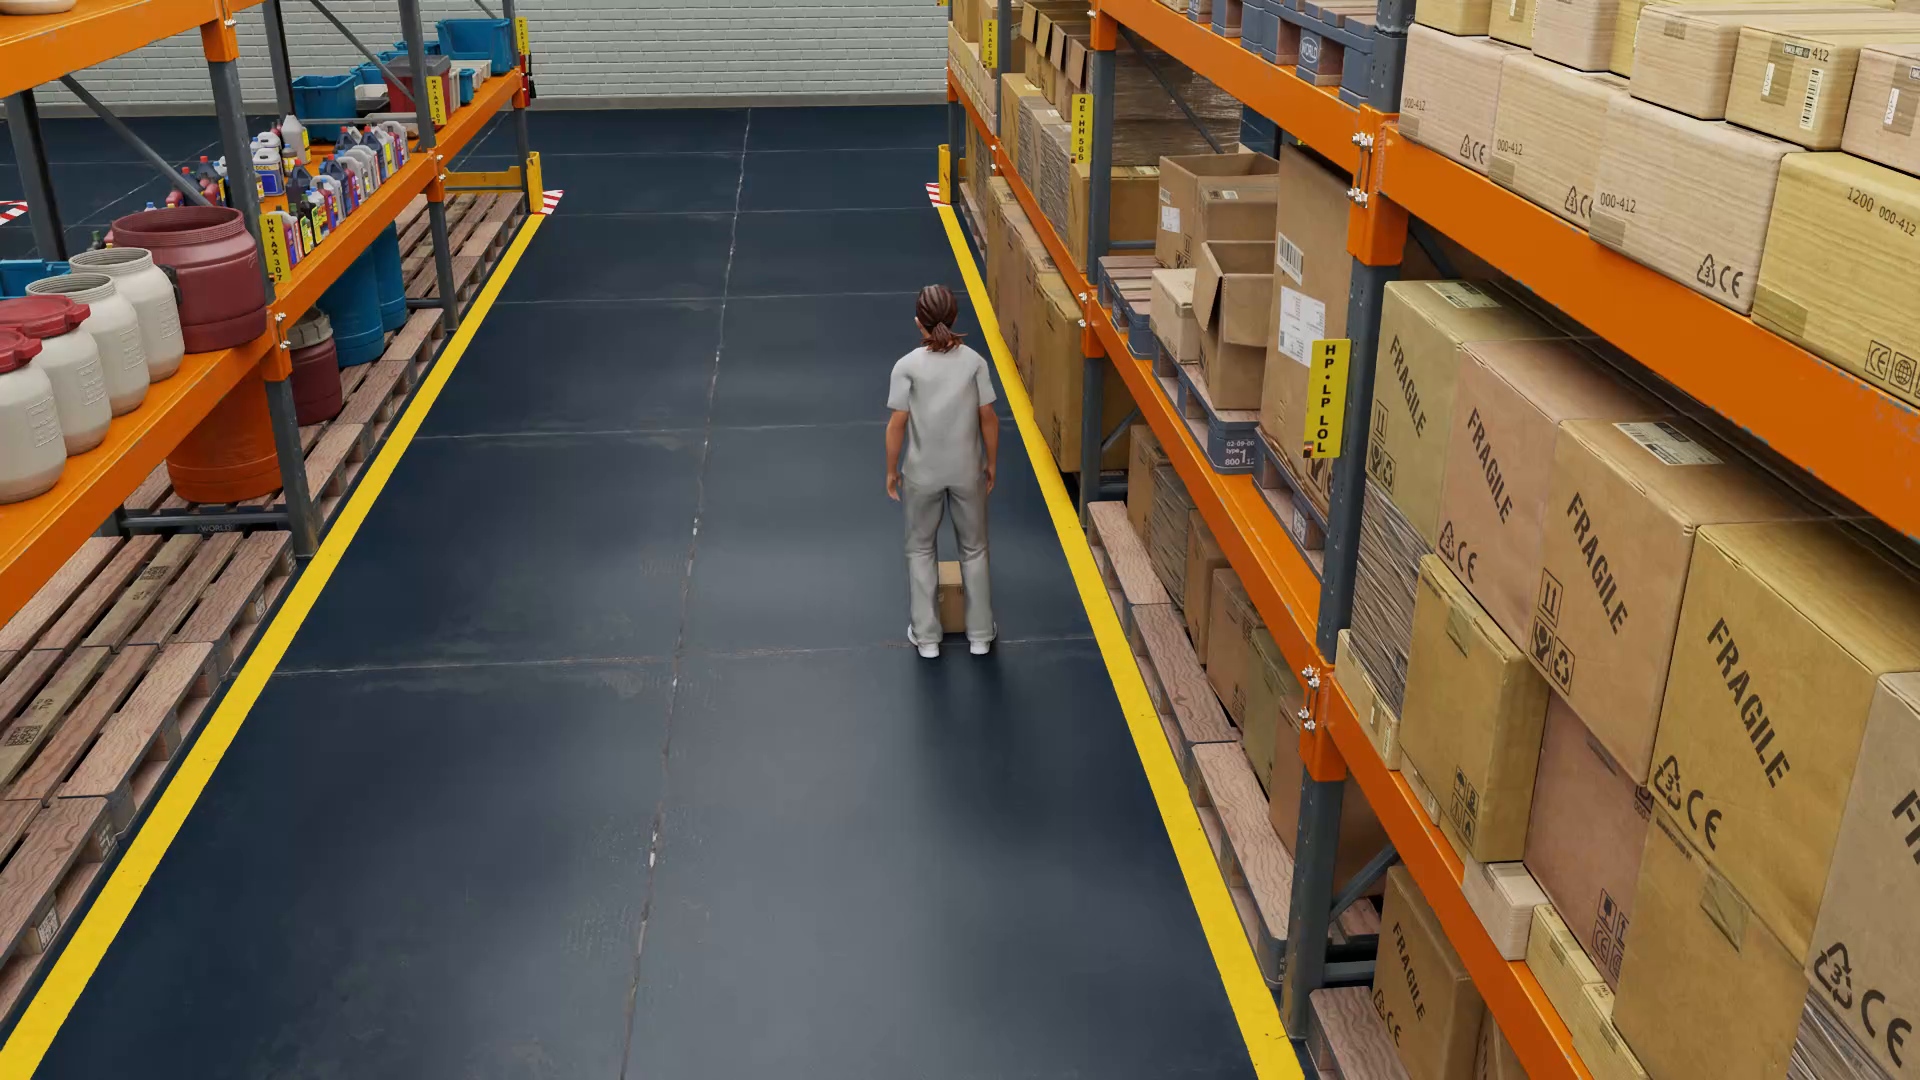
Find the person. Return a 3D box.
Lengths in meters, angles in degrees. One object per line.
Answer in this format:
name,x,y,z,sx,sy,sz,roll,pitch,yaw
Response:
person,-0.069,-0.284,7.246,0.513,1.673,0.354,-3,24,-8
